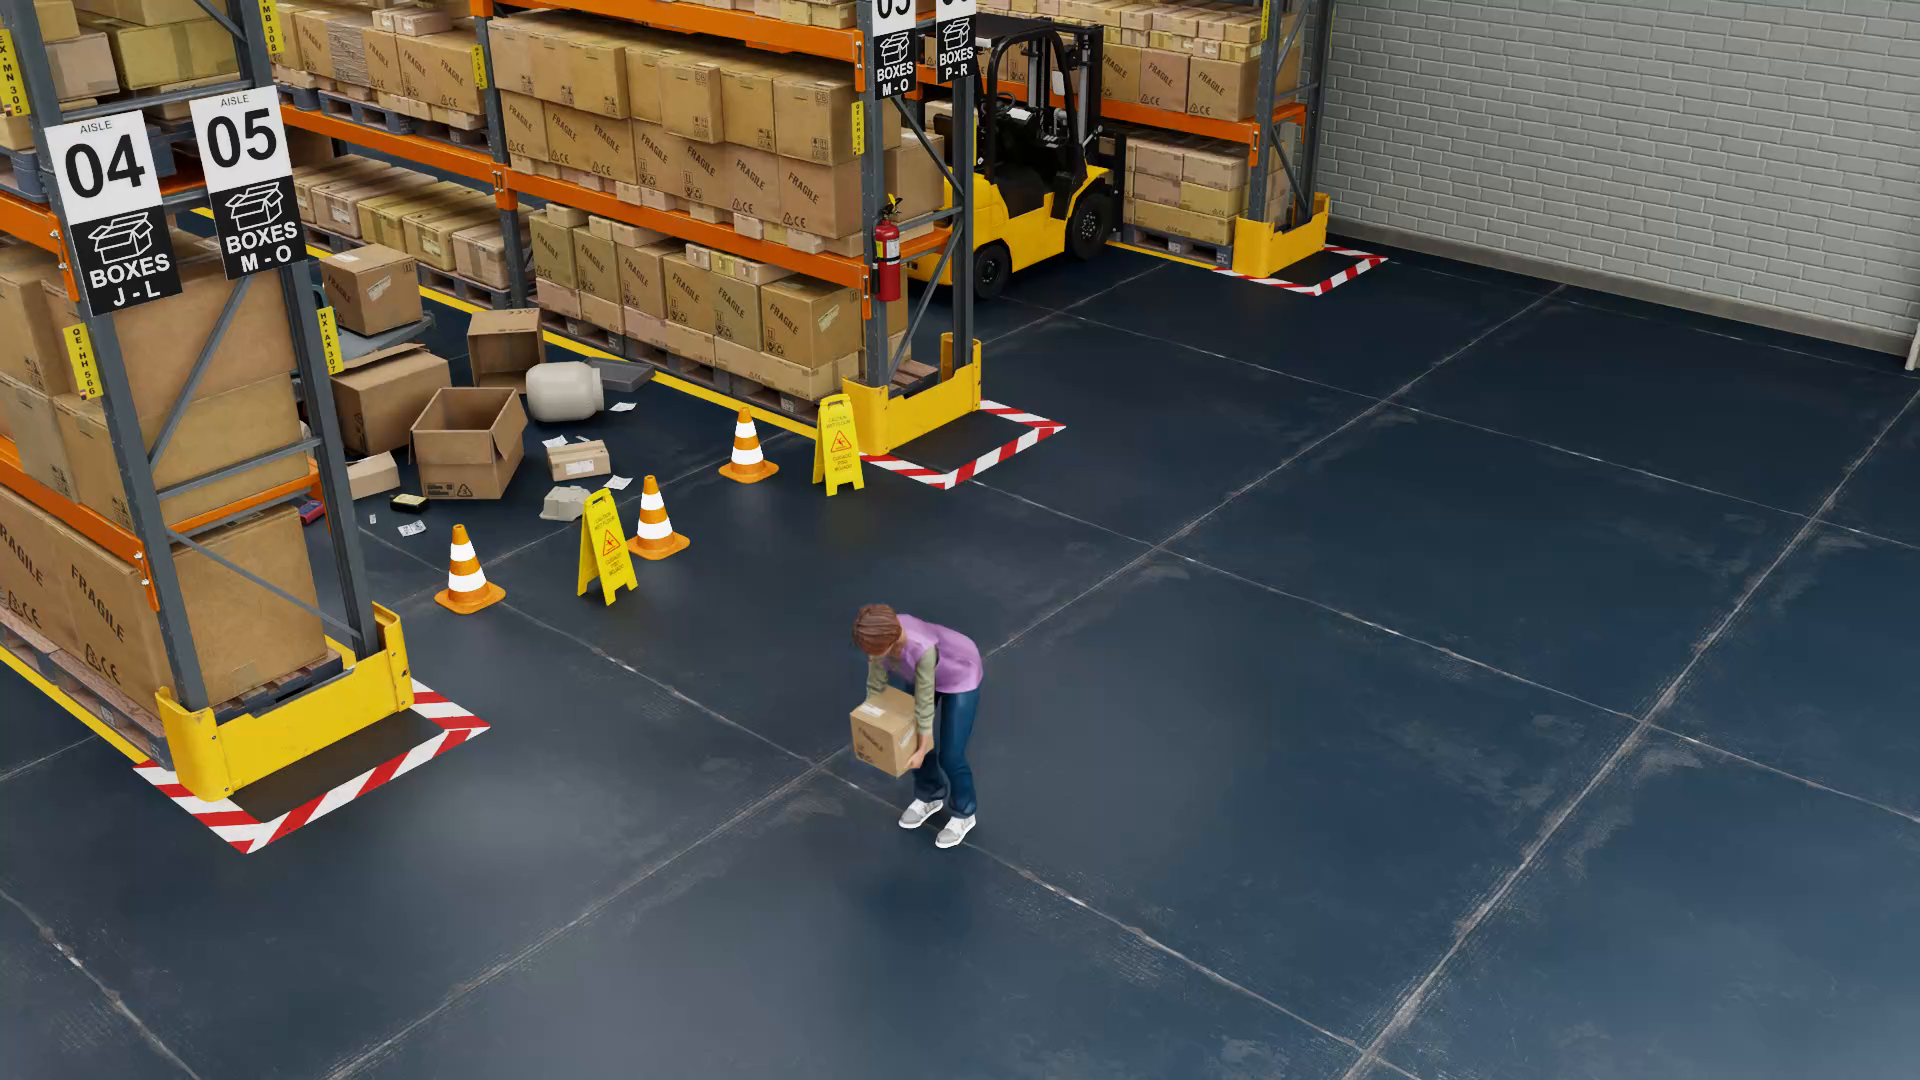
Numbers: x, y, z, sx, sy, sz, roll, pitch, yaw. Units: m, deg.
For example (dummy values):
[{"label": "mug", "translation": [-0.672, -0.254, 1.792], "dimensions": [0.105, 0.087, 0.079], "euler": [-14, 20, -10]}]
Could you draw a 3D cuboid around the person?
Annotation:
[{"label": "person", "translation": [-0.201, 0.792, 7.376], "dimensions": [0.377, 1.370, 0.737], "euler": [20, 34, 33]}]
